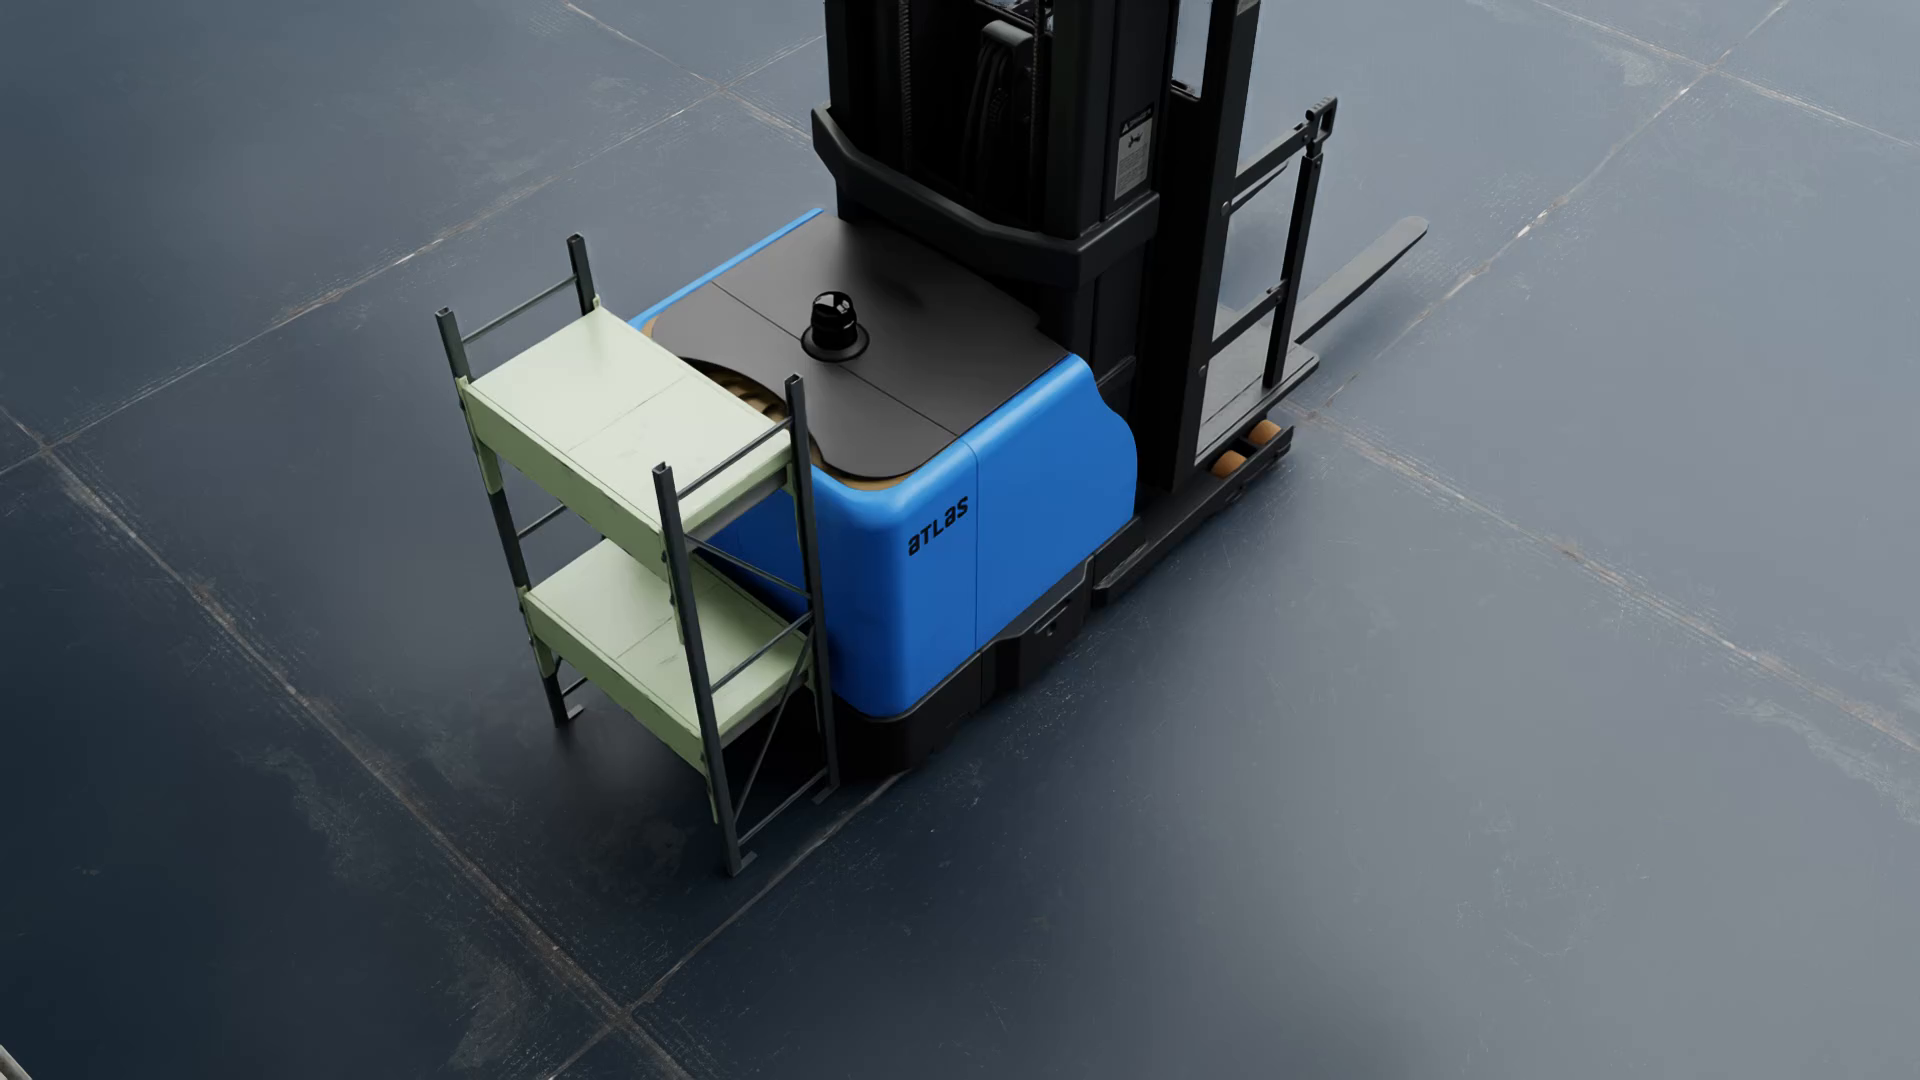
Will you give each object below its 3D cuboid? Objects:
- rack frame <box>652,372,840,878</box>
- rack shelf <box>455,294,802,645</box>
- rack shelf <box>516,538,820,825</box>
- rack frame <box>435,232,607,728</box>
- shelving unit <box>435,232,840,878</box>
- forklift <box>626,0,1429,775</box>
[{"bbox_3d":[-0.475,0.270,3.968,0.023,1.500,0.400,34,55,27],"label":"rack frame"},{"bbox_3d":[-0.745,-0.177,3.852,0.720,0.370,0.431,34,55,27],"label":"rack shelf"},{"bbox_3d":[-0.745,0.313,4.374,0.720,0.370,0.431,34,55,27],"label":"rack shelf"},{"bbox_3d":[-1.015,-0.090,4.305,0.023,1.500,0.400,34,55,27],"label":"rack frame"},{"bbox_3d":[-0.745,0.090,4.137,0.755,1.500,0.431,34,55,27],"label":"shelving unit"},{"bbox_3d":[0.436,-1.352,4.509,1.130,2.935,3.031,34,55,27],"label":"forklift"}]
